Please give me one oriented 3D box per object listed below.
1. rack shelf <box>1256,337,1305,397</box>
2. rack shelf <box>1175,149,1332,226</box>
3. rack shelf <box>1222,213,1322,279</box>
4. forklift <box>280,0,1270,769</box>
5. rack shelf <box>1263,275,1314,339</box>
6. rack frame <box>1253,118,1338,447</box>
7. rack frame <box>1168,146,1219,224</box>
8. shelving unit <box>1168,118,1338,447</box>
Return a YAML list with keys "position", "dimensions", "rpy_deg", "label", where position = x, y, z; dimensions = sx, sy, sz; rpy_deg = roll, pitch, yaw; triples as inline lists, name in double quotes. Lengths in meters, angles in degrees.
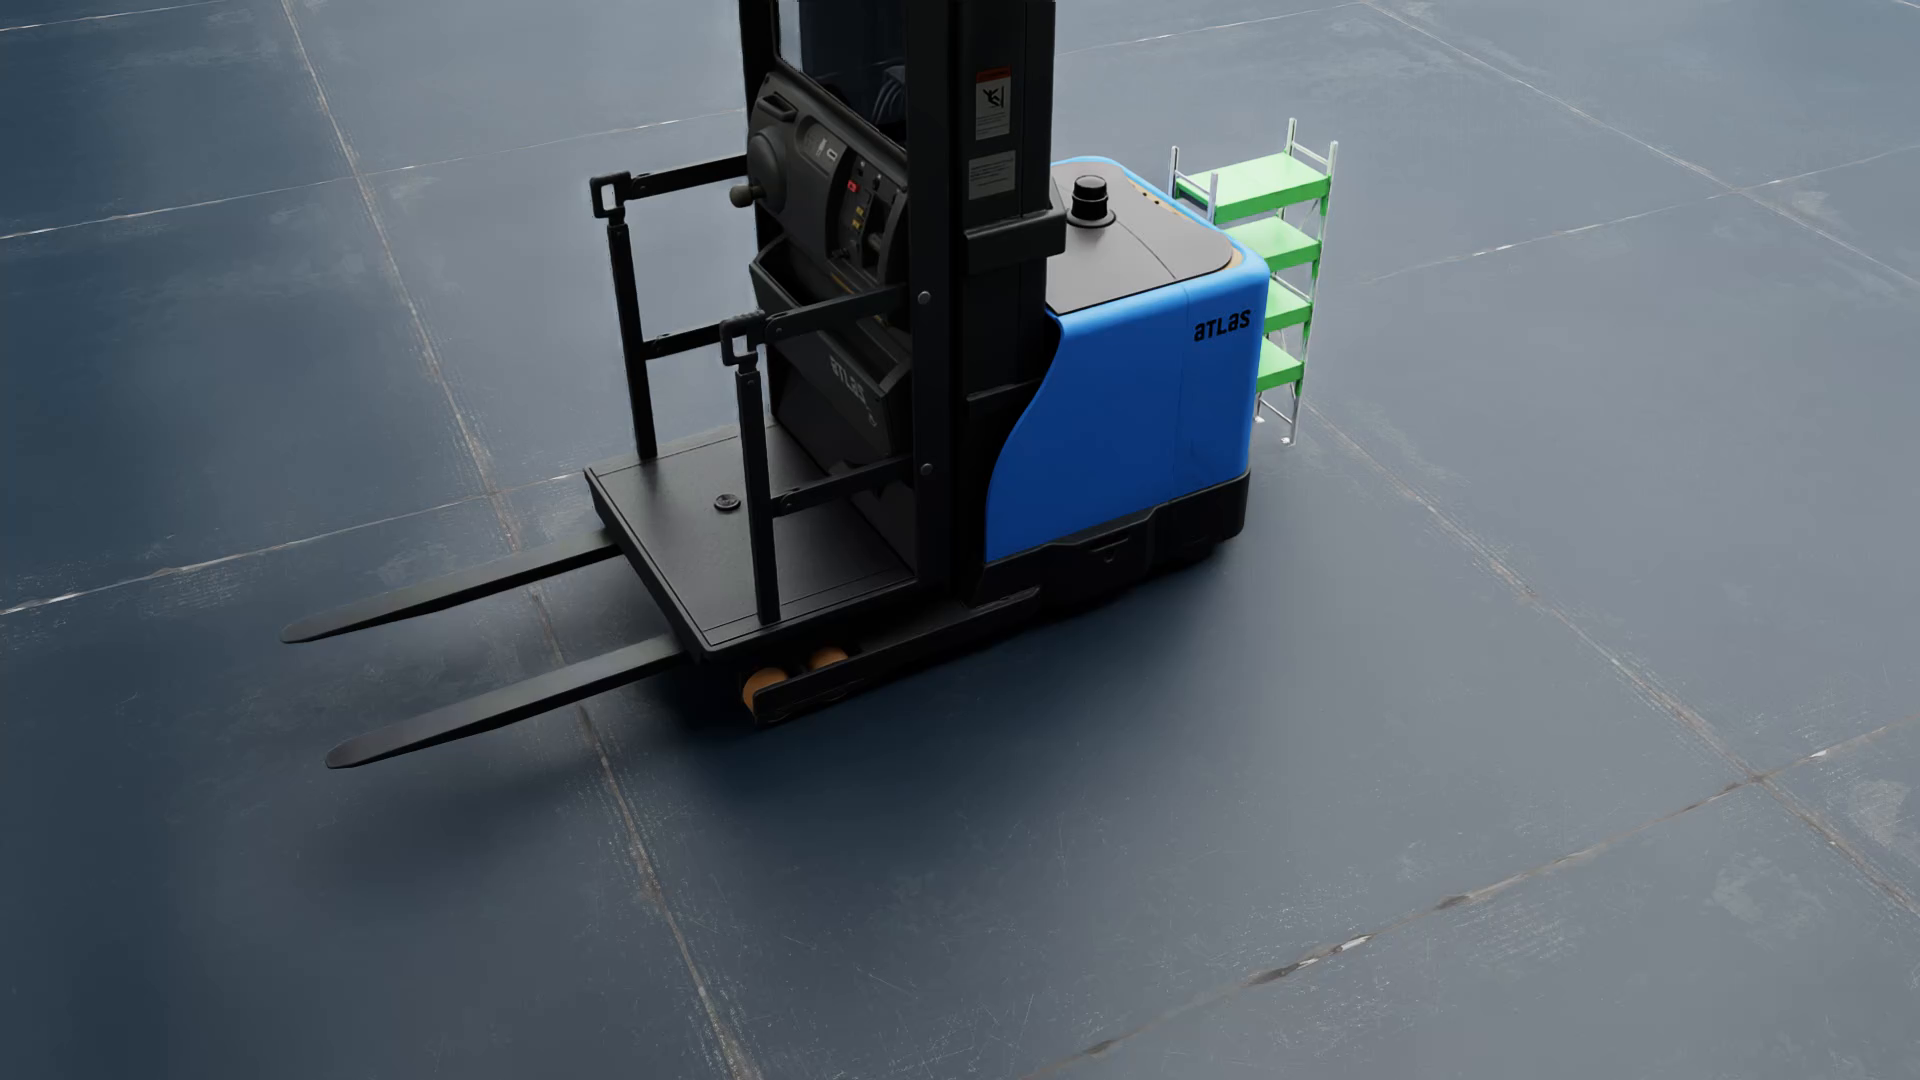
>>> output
- position: [0.976, -0.580, 6.035]
  dimensions: [0.480, 0.148, 0.258]
  rpy_deg: [-18, 40, -23]
  label: "rack shelf"
- position: [0.976, -1.159, 5.606]
  dimensions: [0.480, 0.148, 0.258]
  rpy_deg: [-18, 40, -23]
  label: "rack shelf"
- position: [0.976, -0.966, 5.749]
  dimensions: [0.480, 0.148, 0.258]
  rpy_deg: [-18, 40, -23]
  label: "rack shelf"
- position: [-0.565, -0.989, 4.623]
  dimensions: [3.031, 2.935, 1.130]
  rpy_deg: [-18, 40, -23]
  label: "forklift"
- position: [0.976, -0.773, 5.892]
  dimensions: [0.480, 0.148, 0.258]
  rpy_deg: [-18, 40, -23]
  label: "rack shelf"
- position: [1.189, -0.895, 5.950]
  dimensions: [0.015, 1.200, 0.240]
  rpy_deg: [-18, 40, -23]
  label: "rack frame"
- position: [0.763, -0.753, 5.759]
  dimensions: [0.015, 1.200, 0.240]
  rpy_deg: [-18, 40, -23]
  label: "rack frame"
- position: [0.976, -0.824, 5.854]
  dimensions: [0.503, 1.200, 0.258]
  rpy_deg: [-18, 40, -23]
  label: "shelving unit"
